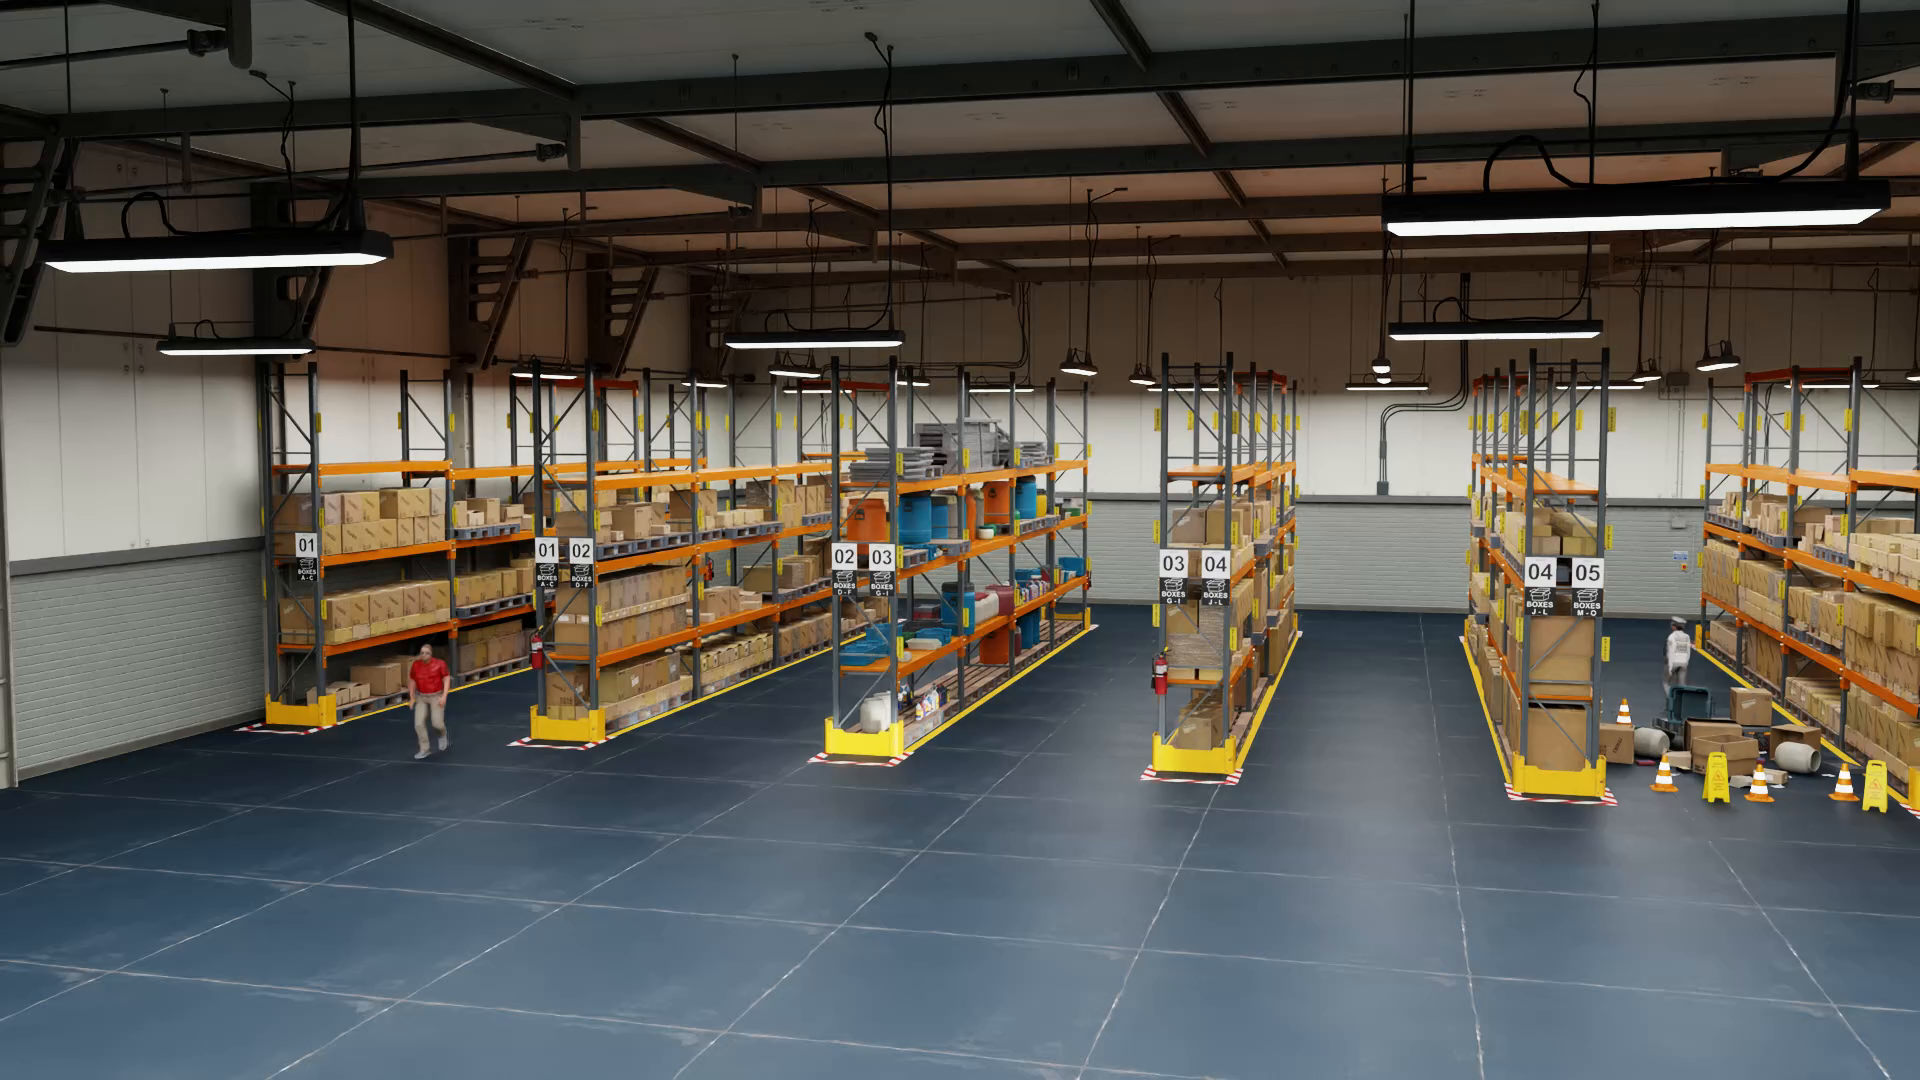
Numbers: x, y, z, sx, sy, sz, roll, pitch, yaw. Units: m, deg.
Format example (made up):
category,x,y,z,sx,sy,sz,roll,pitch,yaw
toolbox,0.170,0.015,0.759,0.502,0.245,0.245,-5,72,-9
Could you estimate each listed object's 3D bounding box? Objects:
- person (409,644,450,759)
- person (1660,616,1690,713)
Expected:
category,x,y,z,sx,sy,sz,roll,pitch,yaw
person,-7.978,2.399,25.041,0.626,1.711,0.636,0,4,1
person,12.308,2.163,28.471,0.467,1.686,0.534,0,4,2
